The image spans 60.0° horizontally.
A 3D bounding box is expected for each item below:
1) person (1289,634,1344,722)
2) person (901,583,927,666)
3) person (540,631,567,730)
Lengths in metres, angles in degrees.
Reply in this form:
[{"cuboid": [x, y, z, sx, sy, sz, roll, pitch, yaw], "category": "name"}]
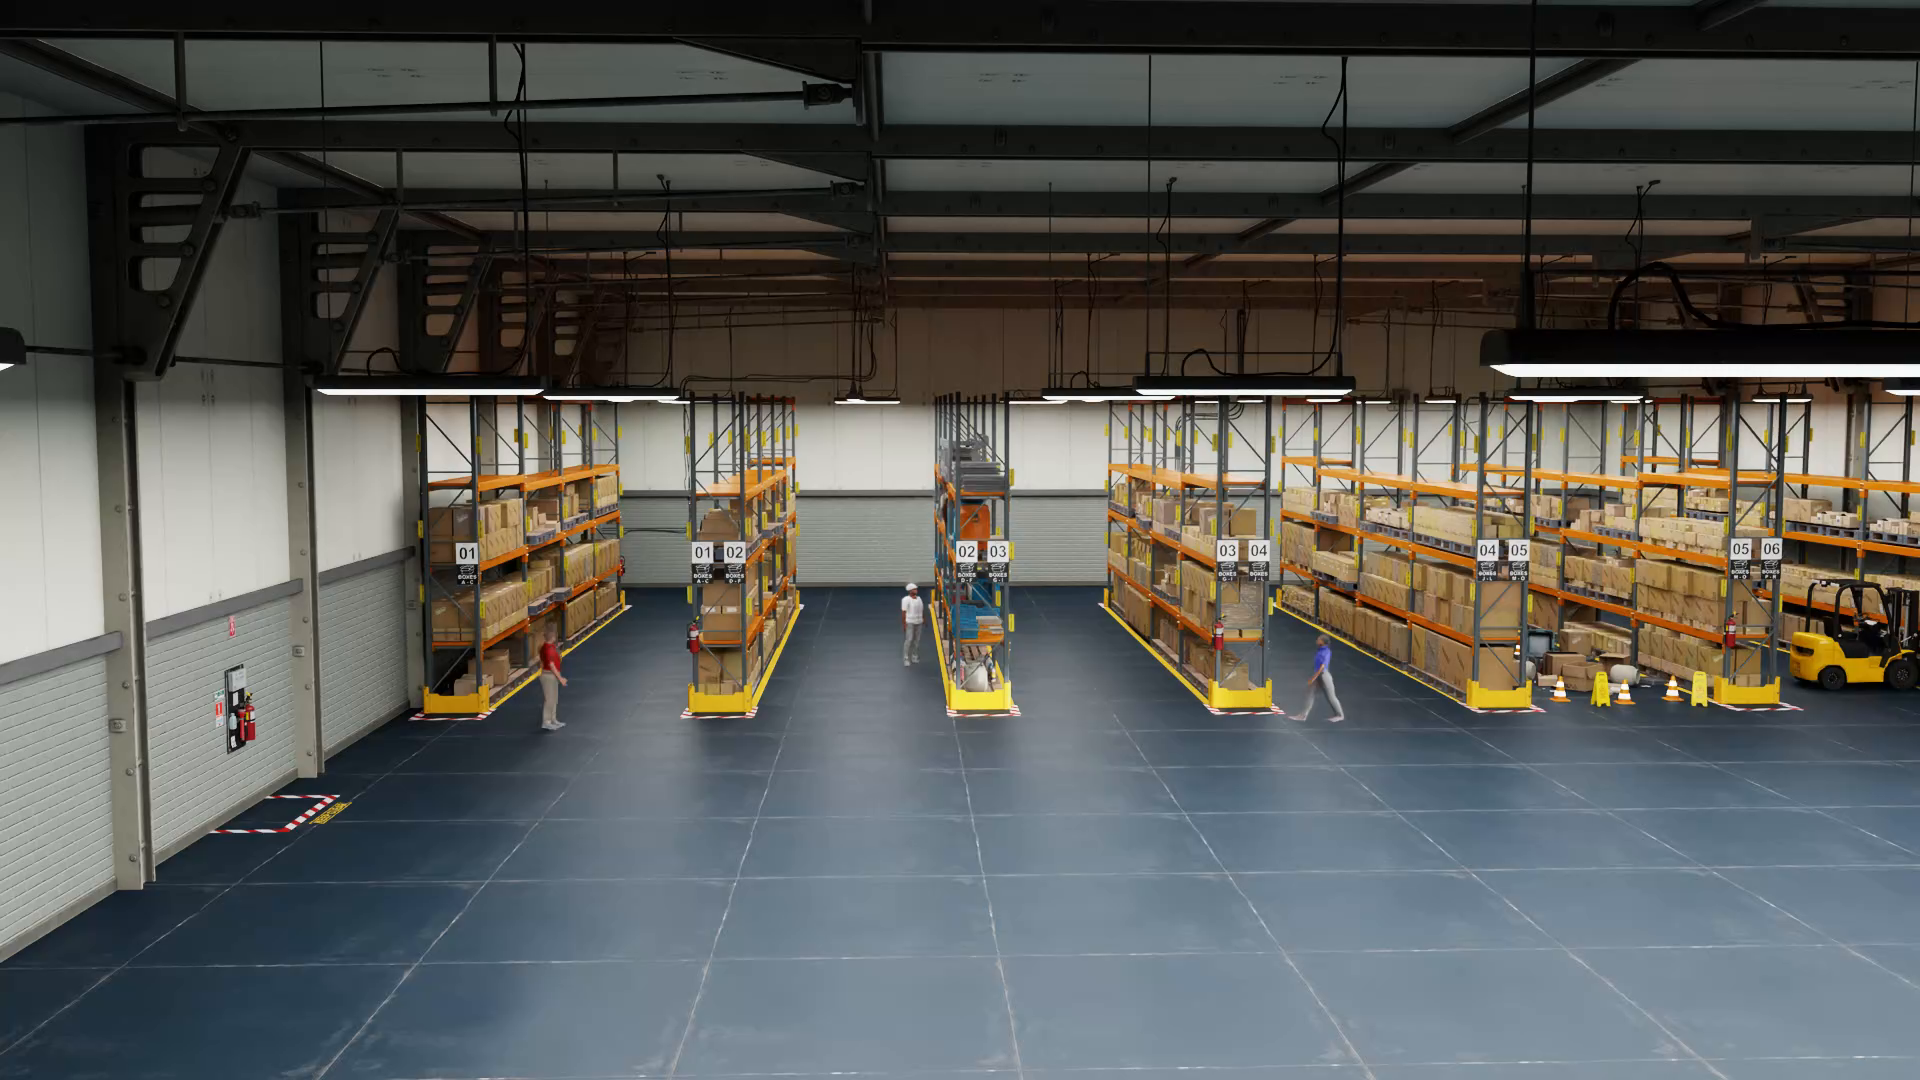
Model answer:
[{"cuboid": [6.474, 2.491, 30.044, 0.959, 1.598, 0.447, -1, 5, -13], "category": "person"}, {"cuboid": [-1.036, 1.858, 36.828, 0.680, 1.787, 0.453, -4, 6, -39], "category": "person"}, {"cuboid": [-7.239, 2.495, 29.630, 0.501, 1.743, 0.564, -1, 5, -9], "category": "person"}]
